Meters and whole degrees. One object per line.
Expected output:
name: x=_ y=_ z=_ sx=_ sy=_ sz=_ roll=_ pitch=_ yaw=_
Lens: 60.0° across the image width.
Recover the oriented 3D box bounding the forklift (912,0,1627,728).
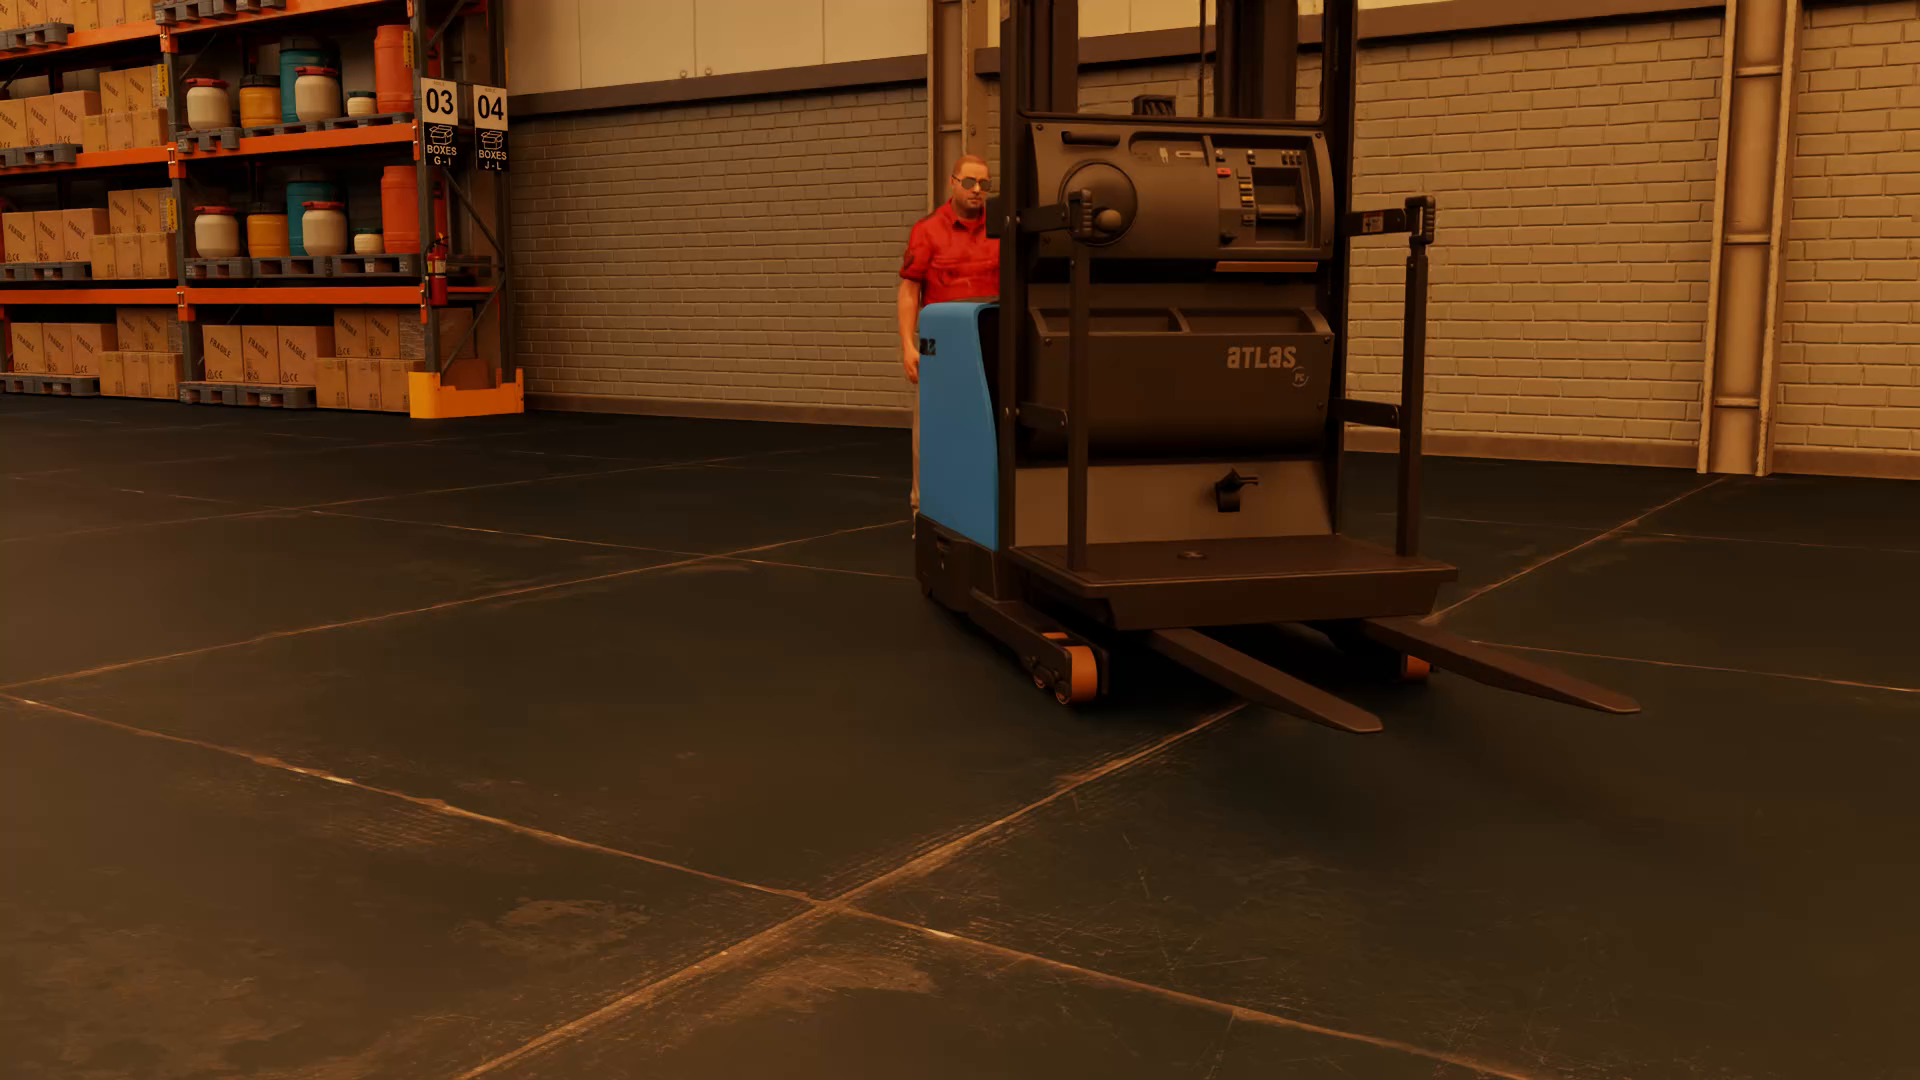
forklift: x=0.705 y=-1.072 z=4.733 sx=1.130 sy=2.935 sz=3.031 roll=-2 pitch=8 yaw=-15

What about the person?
person: x=0.040 y=-0.818 z=7.337 sx=0.669 sy=1.685 sz=0.536 roll=-2 pitch=8 yaw=-11
